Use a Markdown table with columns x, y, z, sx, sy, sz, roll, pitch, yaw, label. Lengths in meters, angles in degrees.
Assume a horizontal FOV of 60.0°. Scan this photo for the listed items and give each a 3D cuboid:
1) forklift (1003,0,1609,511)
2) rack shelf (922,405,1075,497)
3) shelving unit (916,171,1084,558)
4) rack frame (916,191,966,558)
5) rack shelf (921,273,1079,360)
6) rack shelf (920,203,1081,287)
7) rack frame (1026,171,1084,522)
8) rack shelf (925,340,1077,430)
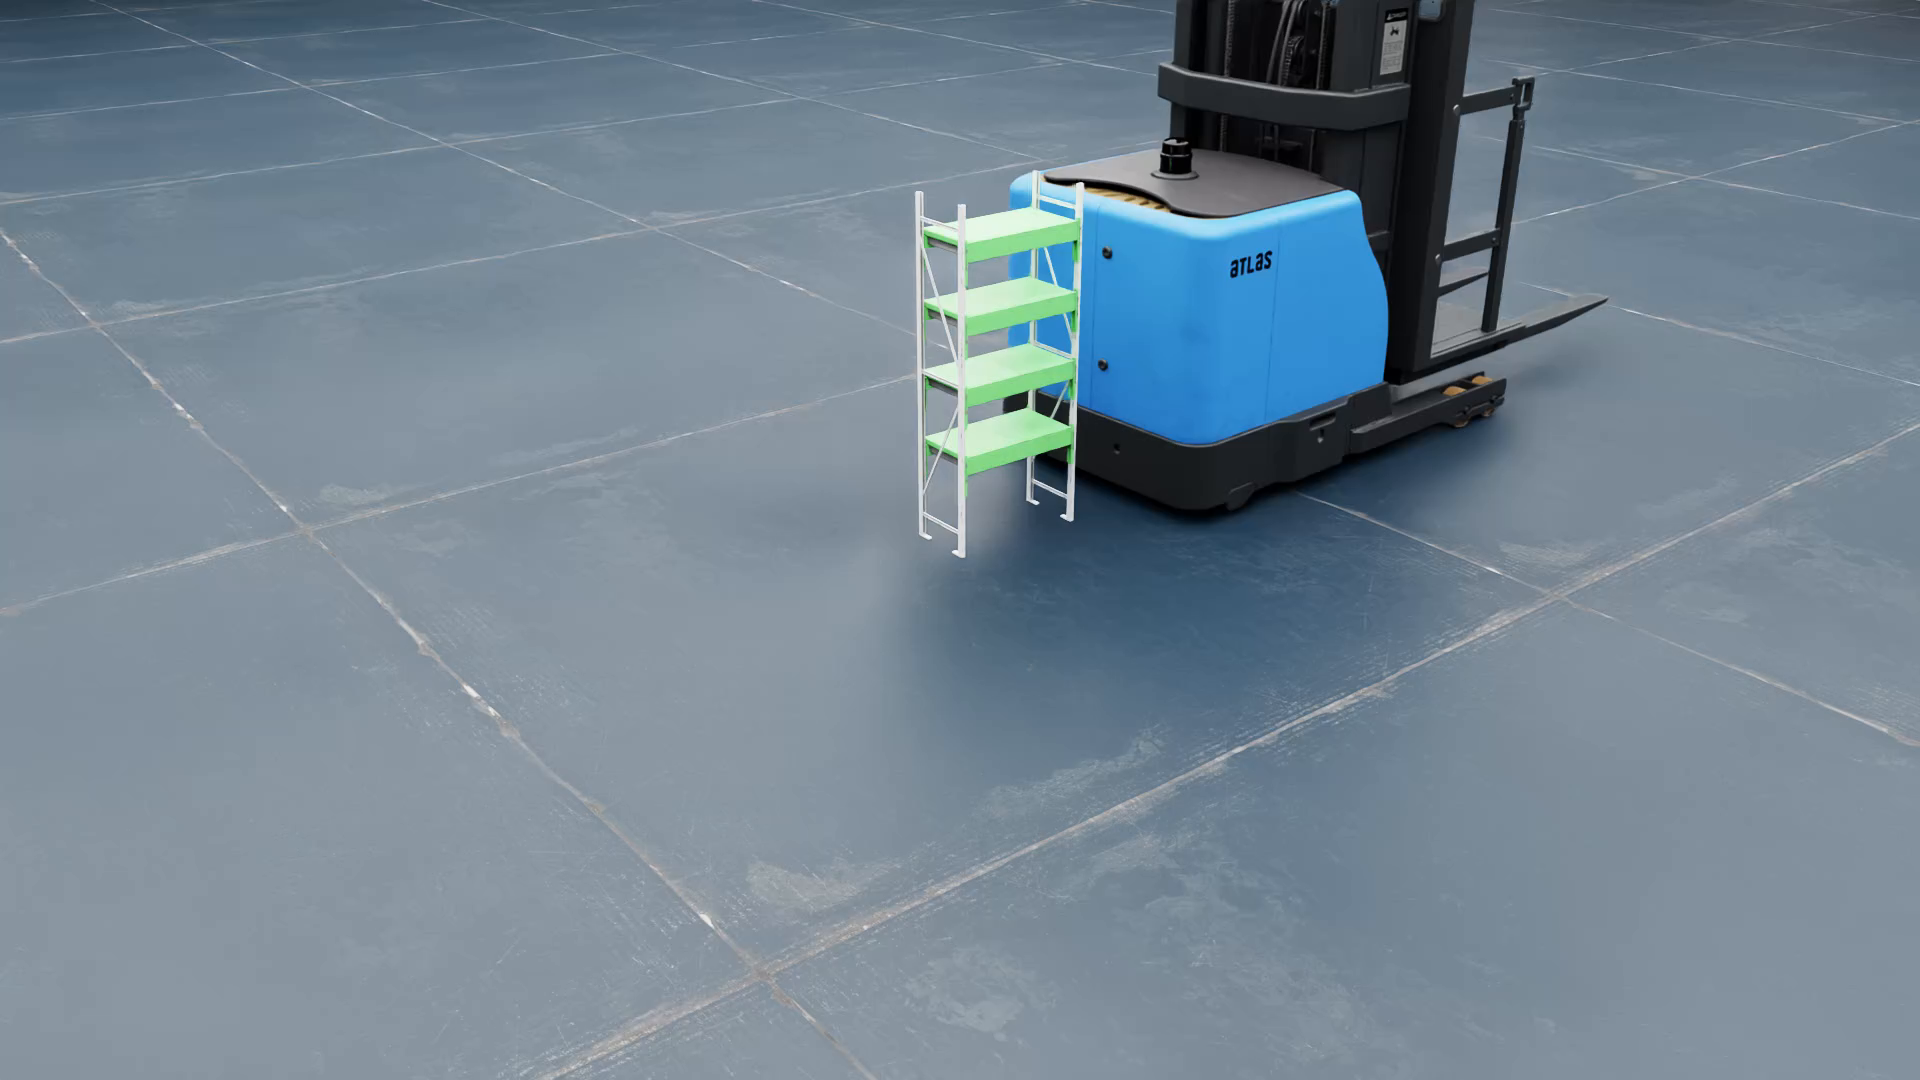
| x | y | z | sx | sy | sz | roll | pitch | yaw | label |
| --- | --- | --- | --- | --- | --- | --- | --- | --- | --- |
| 1.611 | -1.932 | 6.432 | 3.031 | 2.935 | 1.130 | -20 | 32 | -36 | forklift |
| 0.130 | -0.312 | 5.718 | 0.480 | 0.148 | 0.258 | -18 | 31 | -34 | rack shelf |
| 0.130 | -0.587 | 5.590 | 0.503 | 1.200 | 0.258 | -18 | 31 | -34 | shelving unit |
| -0.062 | -0.524 | 5.453 | 0.015 | 1.200 | 0.240 | -18 | 31 | -34 | rack frame |
| 0.130 | -0.747 | 5.516 | 0.480 | 0.148 | 0.258 | -18 | 31 | -34 | rack shelf |
| 0.130 | -0.965 | 5.415 | 0.480 | 0.148 | 0.258 | -18 | 31 | -34 | rack shelf |
| 0.322 | -0.651 | 5.727 | 0.015 | 1.200 | 0.240 | -18 | 31 | -34 | rack frame |
| 0.130 | -0.529 | 5.617 | 0.480 | 0.148 | 0.258 | -18 | 31 | -34 | rack shelf |
